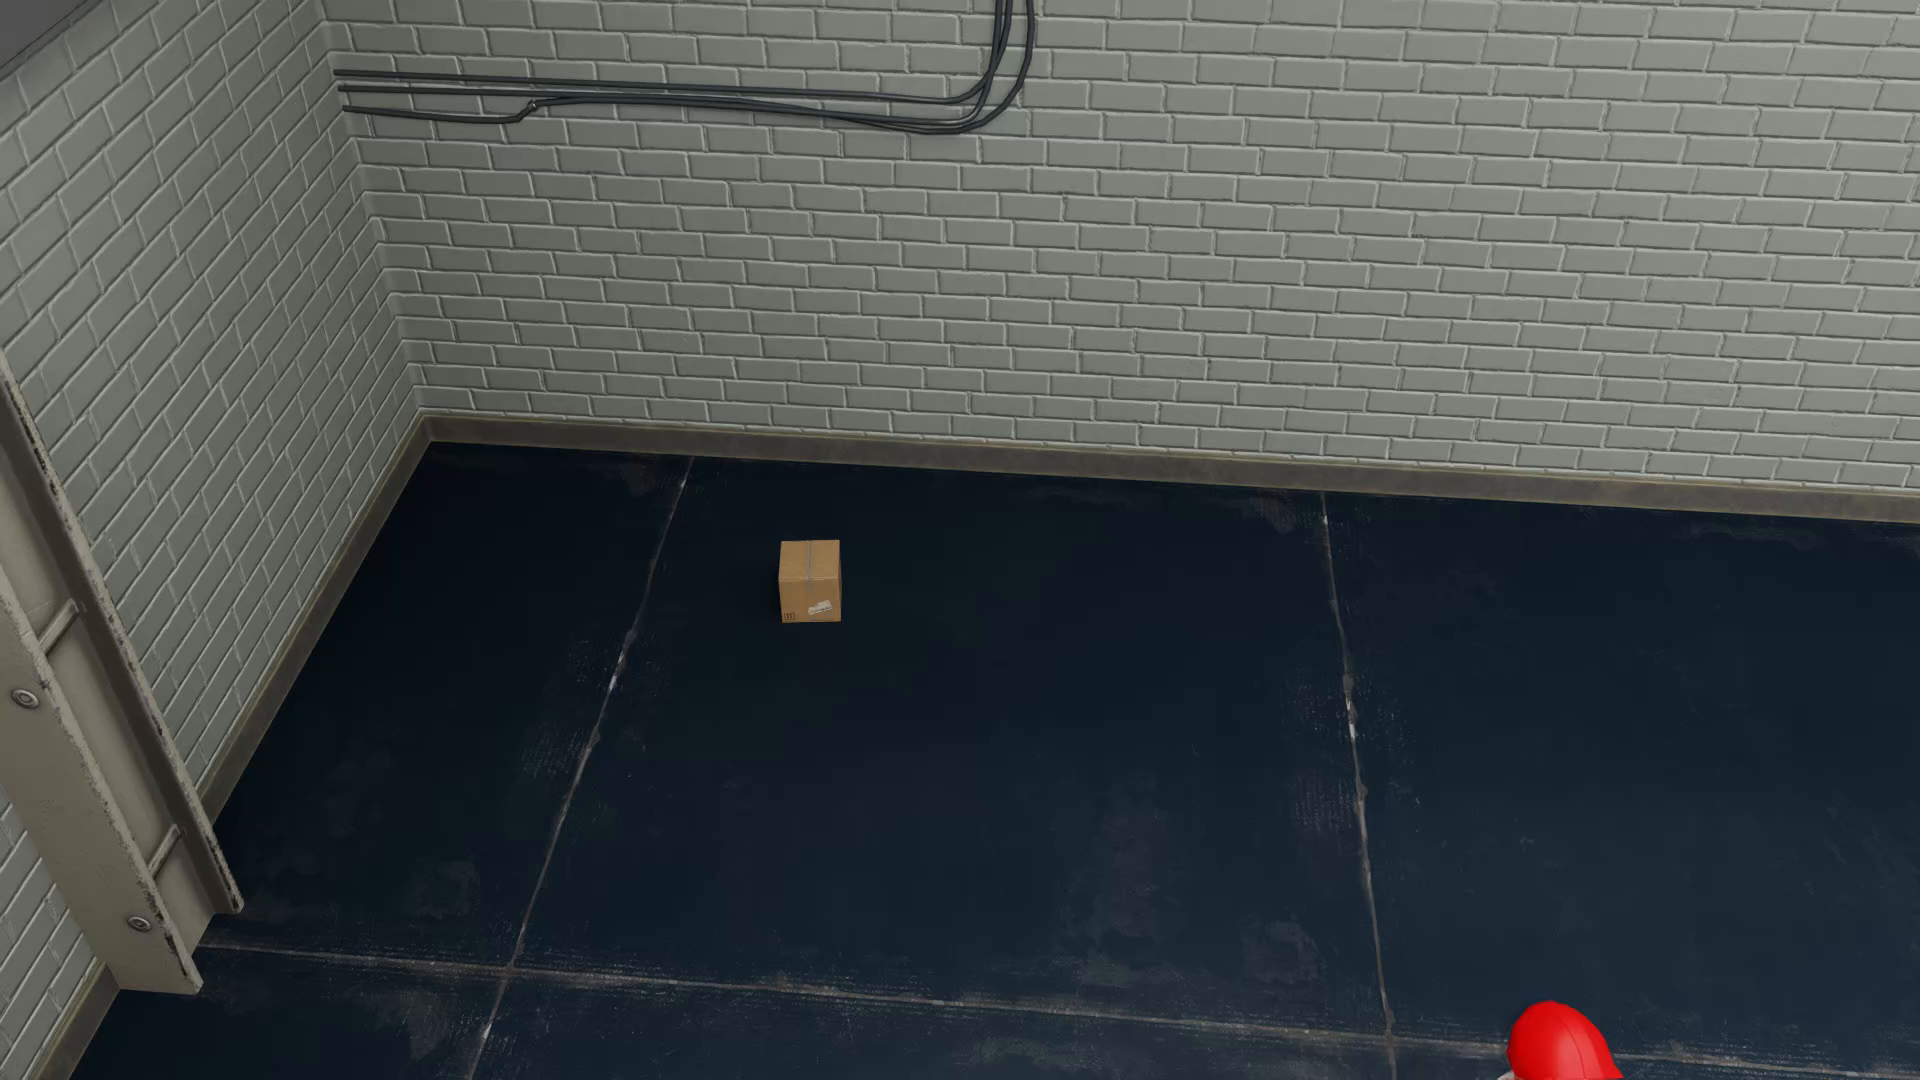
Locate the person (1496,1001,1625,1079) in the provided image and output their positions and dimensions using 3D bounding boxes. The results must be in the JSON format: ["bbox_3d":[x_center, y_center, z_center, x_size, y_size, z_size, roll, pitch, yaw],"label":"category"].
[{"bbox_3d":[1.274,1.712,4.067,0.537,1.768,0.815,-16,42,-18],"label":"person"}]
